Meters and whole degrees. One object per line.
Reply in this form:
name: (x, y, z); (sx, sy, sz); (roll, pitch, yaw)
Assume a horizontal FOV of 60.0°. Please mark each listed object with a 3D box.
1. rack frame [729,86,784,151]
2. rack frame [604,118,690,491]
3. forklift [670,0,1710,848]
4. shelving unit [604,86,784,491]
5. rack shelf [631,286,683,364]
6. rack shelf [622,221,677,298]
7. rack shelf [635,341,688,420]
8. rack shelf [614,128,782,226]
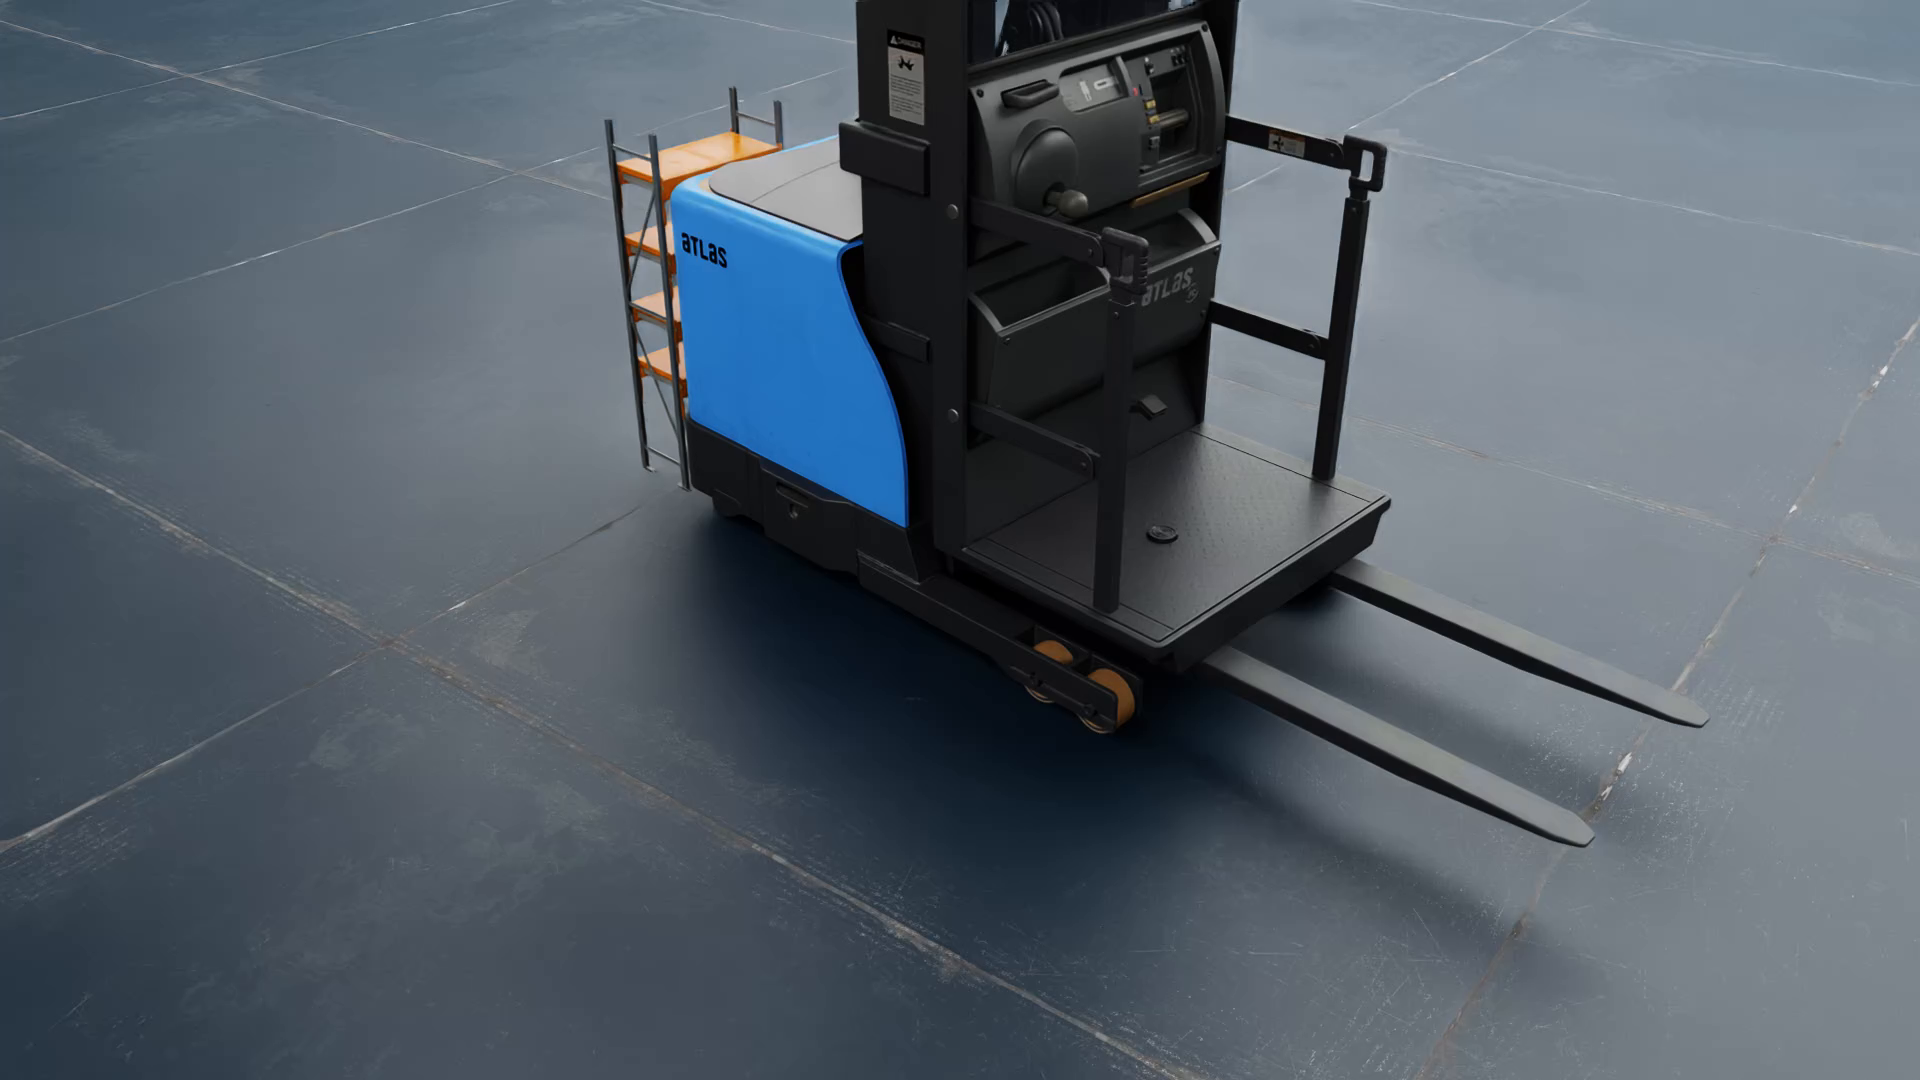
rack frame: (-0.653, -0.904, 5.598); (0.240, 1.200, 0.015); (26, 39, 36)
rack frame: (-0.990, -0.724, 5.294); (0.240, 1.200, 0.015); (26, 39, 36)
forklift: (0.526, -1.052, 4.150); (3.031, 2.935, 1.130); (26, 40, 37)
shelving unit: (-0.821, -0.814, 5.446); (0.258, 1.200, 0.503); (26, 39, 36)
rack shelf: (-0.821, -0.756, 5.481); (0.258, 0.148, 0.480); (26, 39, 36)
rack shelf: (-0.821, -0.948, 5.366); (0.258, 0.148, 0.480); (26, 39, 36)
rack shelf: (-0.821, -0.585, 5.582); (0.258, 0.148, 0.480); (26, 39, 36)
rack shelf: (-0.821, -1.152, 5.246); (0.258, 0.148, 0.480); (26, 39, 36)
